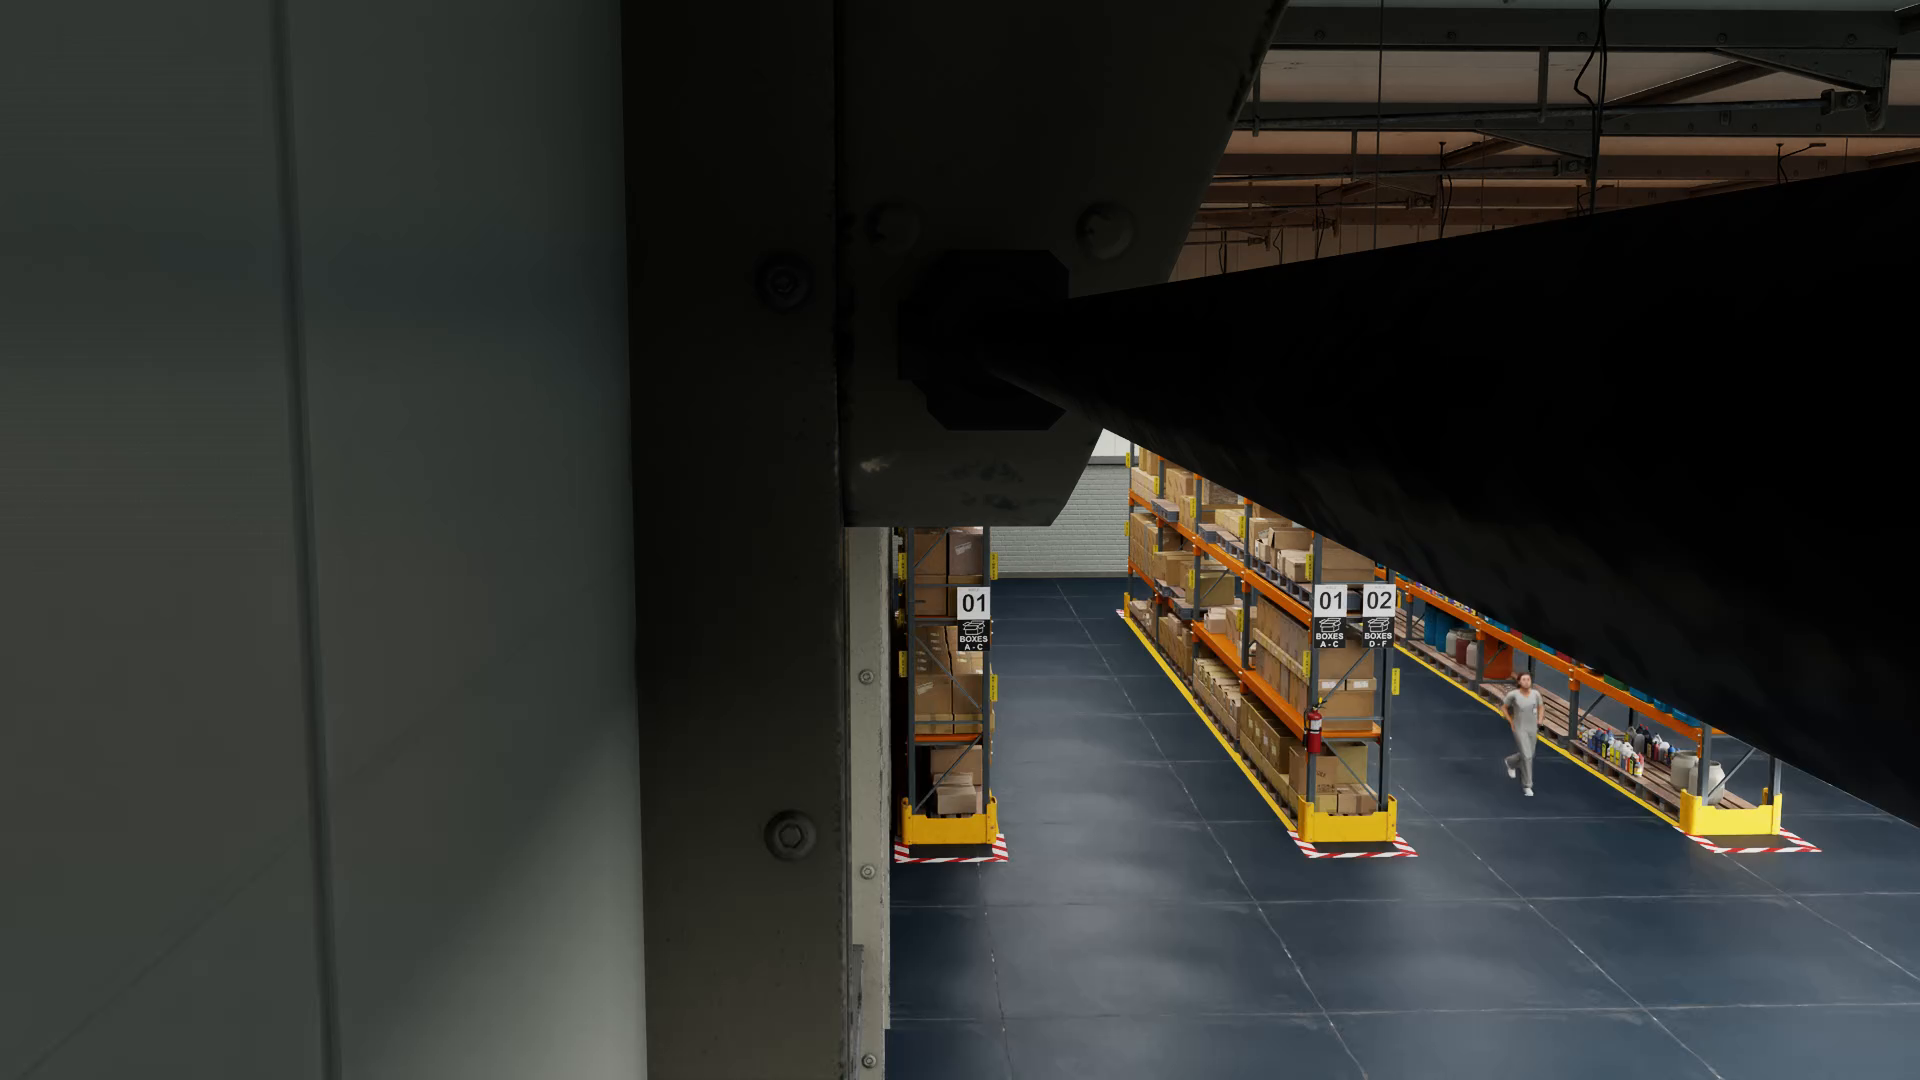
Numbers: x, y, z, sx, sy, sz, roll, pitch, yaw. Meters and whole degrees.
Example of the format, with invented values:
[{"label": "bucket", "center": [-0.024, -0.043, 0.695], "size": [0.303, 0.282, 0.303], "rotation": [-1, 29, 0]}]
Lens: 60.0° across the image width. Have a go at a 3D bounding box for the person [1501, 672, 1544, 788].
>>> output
[{"label": "person", "center": [7.710, 2.565, 22.791], "size": [0.563, 1.581, 0.658], "rotation": [-1, 7, -5]}]
